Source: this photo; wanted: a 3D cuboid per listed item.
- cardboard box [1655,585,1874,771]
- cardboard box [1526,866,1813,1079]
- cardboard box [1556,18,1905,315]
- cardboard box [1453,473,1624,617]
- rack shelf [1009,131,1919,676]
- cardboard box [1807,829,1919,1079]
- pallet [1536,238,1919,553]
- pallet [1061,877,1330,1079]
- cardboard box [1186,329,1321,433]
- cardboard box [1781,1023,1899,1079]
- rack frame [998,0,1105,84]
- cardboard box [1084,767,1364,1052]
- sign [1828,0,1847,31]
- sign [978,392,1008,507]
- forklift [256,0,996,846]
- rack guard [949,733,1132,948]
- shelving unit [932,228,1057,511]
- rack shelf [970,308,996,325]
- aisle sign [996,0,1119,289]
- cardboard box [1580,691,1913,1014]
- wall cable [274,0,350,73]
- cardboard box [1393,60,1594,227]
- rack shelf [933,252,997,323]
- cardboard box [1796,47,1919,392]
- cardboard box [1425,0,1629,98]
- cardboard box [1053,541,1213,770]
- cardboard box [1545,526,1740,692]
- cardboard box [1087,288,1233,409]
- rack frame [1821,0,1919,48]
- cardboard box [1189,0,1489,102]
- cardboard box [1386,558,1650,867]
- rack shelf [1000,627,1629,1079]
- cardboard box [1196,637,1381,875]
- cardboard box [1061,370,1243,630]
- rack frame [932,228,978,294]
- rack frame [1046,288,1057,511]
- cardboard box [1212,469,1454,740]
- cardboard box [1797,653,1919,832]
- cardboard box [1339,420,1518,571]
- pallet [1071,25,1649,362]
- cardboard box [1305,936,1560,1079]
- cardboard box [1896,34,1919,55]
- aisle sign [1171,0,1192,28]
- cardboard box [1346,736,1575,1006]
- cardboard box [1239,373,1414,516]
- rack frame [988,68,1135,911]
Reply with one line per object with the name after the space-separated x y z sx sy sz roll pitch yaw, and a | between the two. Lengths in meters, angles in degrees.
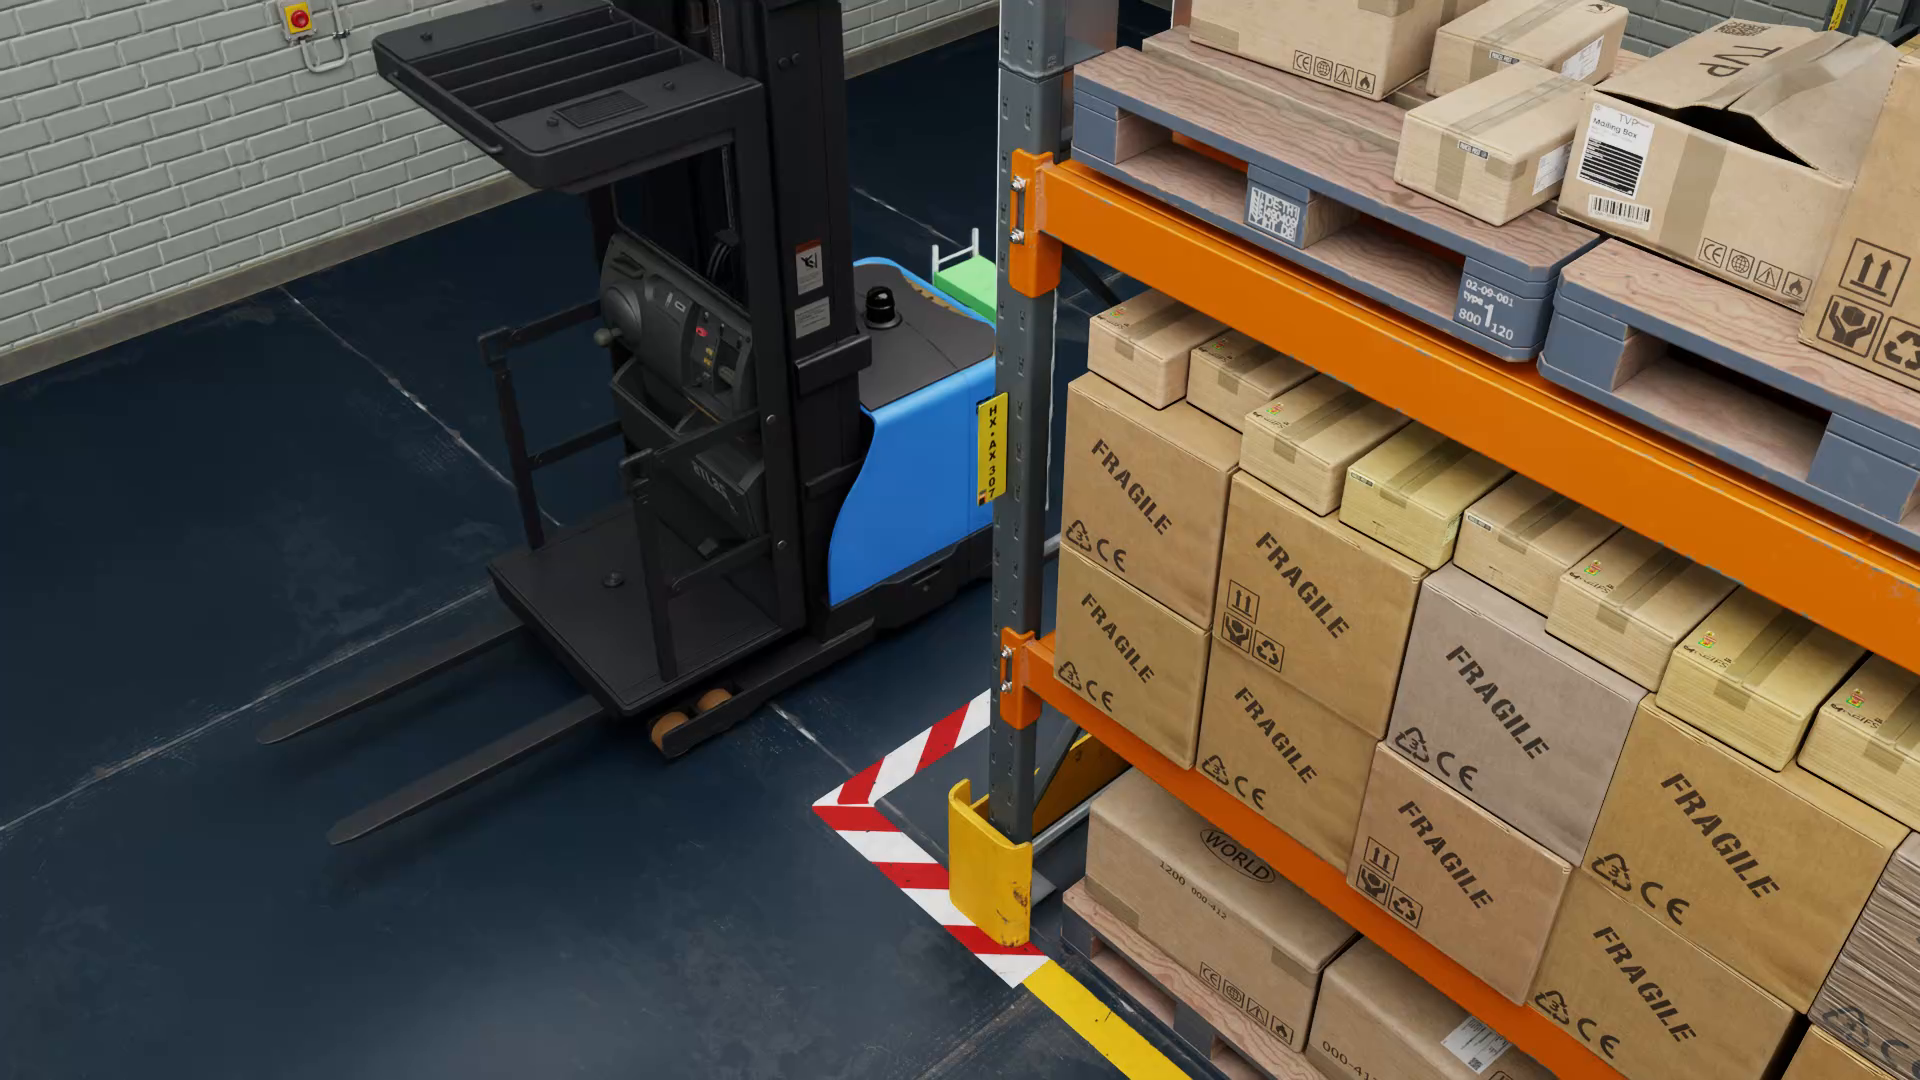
1.553 0.235 3.181 0.380 0.149 0.250 -31 48 -33 | cardboard box
1.657 0.893 3.678 0.500 0.500 0.500 -28 47 -30 | cardboard box
1.474 -0.723 3.028 0.500 0.311 0.500 -29 47 -31 | cardboard box
1.264 -0.028 3.505 0.380 0.149 0.250 -29 47 -31 | cardboard box
1.852 -0.064 3.127 1.077 0.370 4.000 -30 48 -32 | rack shelf
1.993 0.750 3.059 0.500 0.500 0.500 -29 47 -31 | cardboard box
1.838 -0.332 2.956 1.003 0.211 1.213 -30 48 -32 | pallet
1.097 1.319 5.449 1.003 0.211 1.213 -30 48 -32 | pallet
0.765 -0.410 3.979 0.380 0.149 0.250 -29 47 -31 | cardboard box
1.999 1.141 3.370 0.500 0.500 0.500 -31 48 -32 | cardboard box
0.499 -2.437 3.105 1.000 3.000 0.127 -30 48 -32 | rack frame
1.019 0.994 5.337 0.875 0.438 0.875 -32 49 -33 | cardboard box
3.753 -2.320 7.046 0.100 0.325 0.005 -30 48 -32 | sign
0.086 -0.237 4.404 0.100 0.325 0.005 -30 48 -32 | sign
-1.172 -0.705 5.790 3.031 2.935 1.130 -28 46 -30 | forklift
0.483 0.859 5.789 1.175 0.500 0.348 -30 48 -32 | rack guard
0.138 -0.671 7.126 0.258 1.200 0.503 -28 47 -30 | shelving unit
0.138 -0.808 7.016 0.258 0.148 0.480 -28 47 -30 | rack shelf
0.237 -1.024 4.062 0.394 0.787 0.004 -30 48 -32 | aisle sign
1.660 0.514 3.351 0.500 0.500 0.500 -30 48 -32 | cardboard box
-3.332 -3.110 7.880 0.585 1.953 0.123 -30 48 -32 | wall cable
1.065 -0.773 3.219 0.380 0.149 0.250 -28 47 -30 | cardboard box
0.138 -0.995 6.865 0.258 0.148 0.480 -28 47 -30 | rack shelf
1.752 -0.514 2.619 0.500 0.500 0.500 -29 47 -31 | cardboard box
1.212 -1.044 3.554 0.250 0.149 0.380 30 48 32 | cardboard box
0.612 0.202 4.532 0.500 0.500 0.500 -30 48 -32 | cardboard box
1.402 0.106 3.340 0.380 0.149 0.250 -30 47 -31 | cardboard box
0.535 -0.501 4.091 0.380 0.149 0.250 -29 47 -31 | cardboard box
4.153 -2.214 7.604 1.000 3.000 0.127 -30 48 -32 | rack frame
0.870 -1.244 3.721 0.500 0.250 0.500 30 47 31 | cardboard box
1.322 0.284 3.636 0.500 0.500 0.500 -30 48 -32 | cardboard box
1.852 1.103 4.070 1.077 0.370 4.000 -30 48 -32 | rack shelf
0.975 0.425 4.257 0.500 0.500 0.500 -31 48 -32 | cardboard box
0.614 -0.187 4.219 0.500 0.500 0.500 -31 48 -33 | cardboard box
-0.019 -0.788 7.271 0.240 1.200 0.015 -28 47 -30 | rack frame
0.296 -0.554 6.982 0.240 1.200 0.015 -28 47 -30 | rack frame
0.968 0.049 3.927 0.500 0.500 0.500 -31 48 -33 | cardboard box
1.766 0.335 3.056 0.380 0.149 0.250 -30 48 -32 | cardboard box
1.047 -0.127 3.628 0.380 0.149 0.250 -32 49 -33 | cardboard box
1.008 -0.896 3.656 1.003 0.211 1.213 -30 48 -32 | pallet
1.644 1.414 4.817 0.875 0.438 0.875 -29 47 -31 | cardboard box
4.261 -1.947 7.156 0.500 0.250 0.500 -30 47 -32 | cardboard box
0.679 -1.279 4.377 0.394 0.787 0.004 -30 48 -32 | aisle sign
1.305 0.668 3.956 0.500 0.500 0.500 -30 48 -32 | cardboard box
0.856 -0.241 3.769 0.380 0.149 0.250 -28 47 -31 | cardboard box
0.499 -0.103 4.990 1.000 3.000 0.127 -30 48 -32 | rack frame
